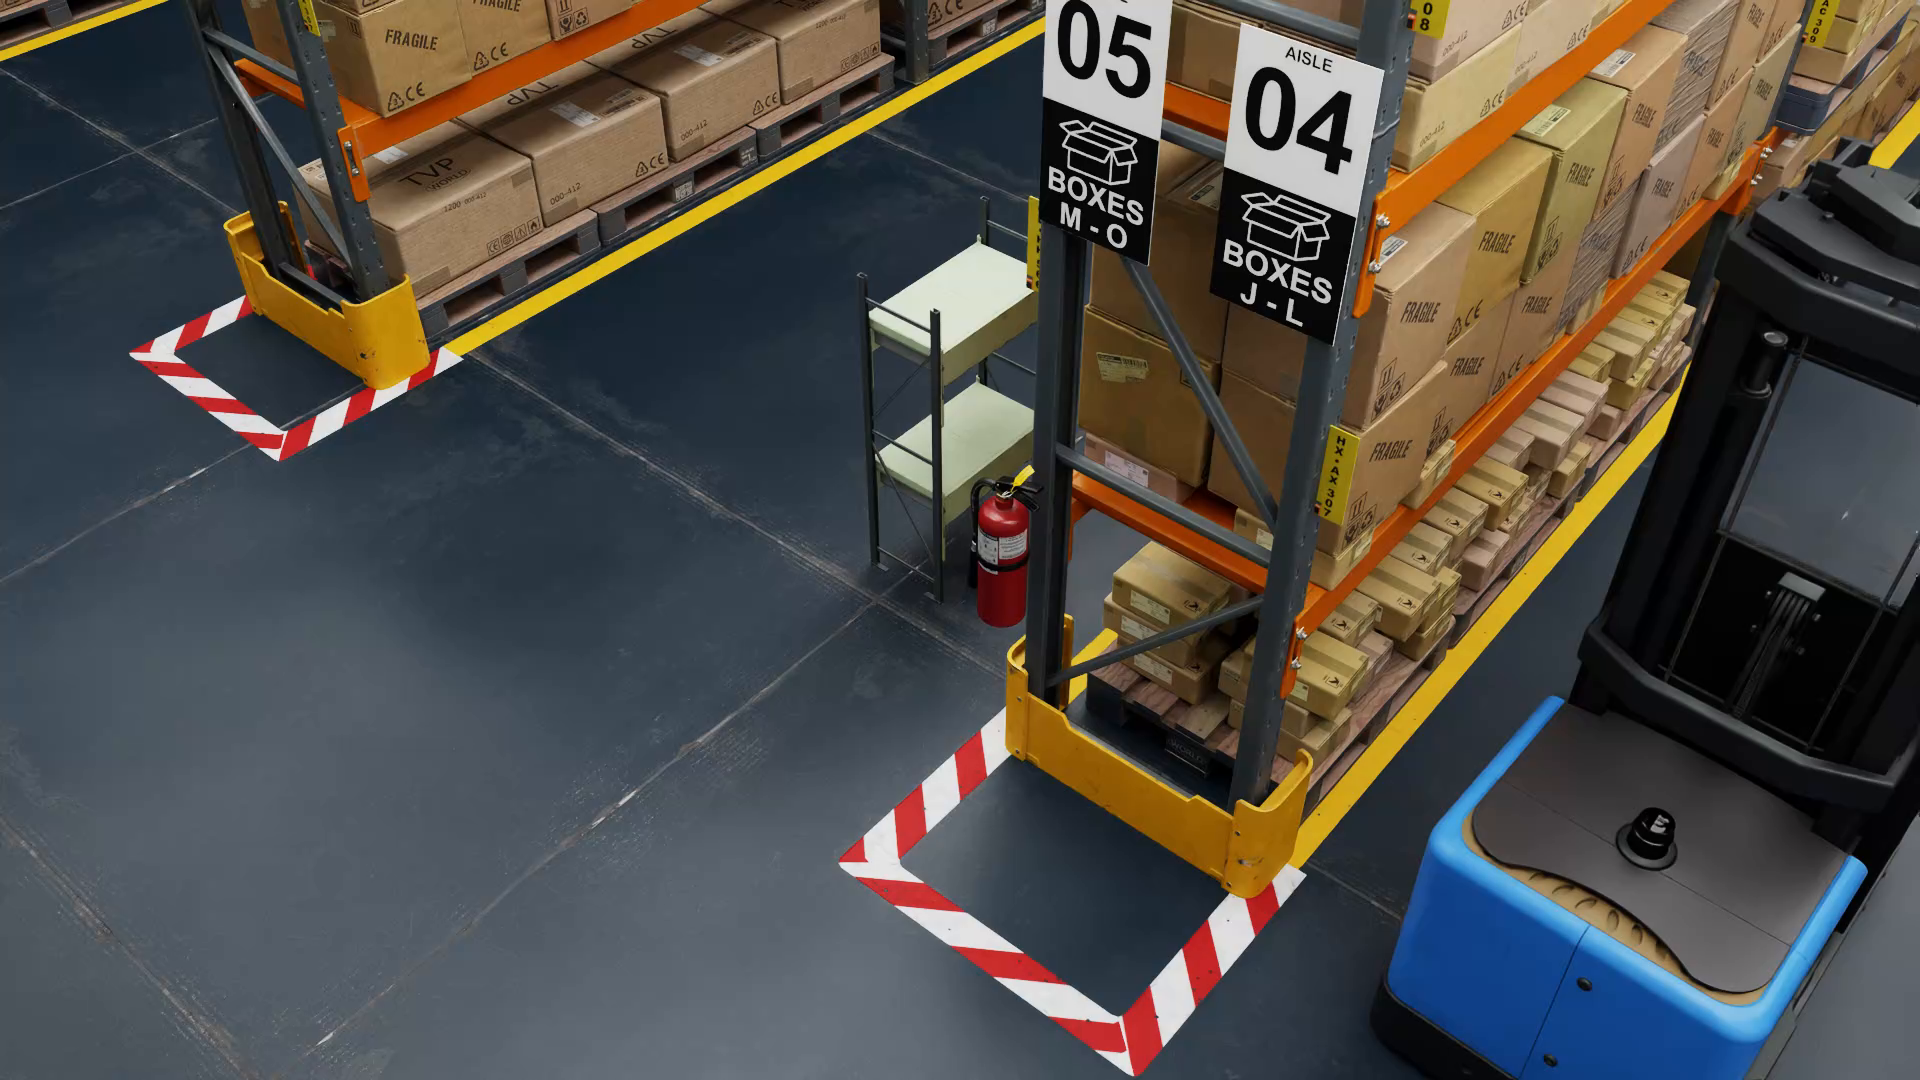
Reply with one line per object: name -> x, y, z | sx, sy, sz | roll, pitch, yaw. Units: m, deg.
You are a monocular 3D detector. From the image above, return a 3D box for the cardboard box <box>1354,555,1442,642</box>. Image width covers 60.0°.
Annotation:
cardboard box -> 1.602, 0.191, 6.358 | 0.380, 0.149, 0.250 | 29, 50, 28

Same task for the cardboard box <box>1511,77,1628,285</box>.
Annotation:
cardboard box -> 1.823, -1.252, 5.541 | 0.500, 0.500, 0.500 | 28, 49, 28

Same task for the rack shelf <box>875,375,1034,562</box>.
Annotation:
rack shelf -> 0.004, -0.317, 7.151 | 0.431, 0.370, 0.720 | 29, 50, 28

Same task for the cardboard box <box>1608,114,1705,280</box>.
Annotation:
cardboard box -> 2.482, -1.411, 6.459 | 0.500, 0.500, 0.500 | 29, 50, 28

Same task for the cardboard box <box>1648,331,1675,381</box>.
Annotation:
cardboard box -> 3.109, -0.924, 7.804 | 0.380, 0.149, 0.250 | 27, 49, 27

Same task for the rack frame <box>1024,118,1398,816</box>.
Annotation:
rack frame -> 0.659, -0.098, 5.310 | 1.000, 3.000, 0.127 | 29, 50, 28

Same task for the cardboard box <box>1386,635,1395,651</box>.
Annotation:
cardboard box -> 1.502, 0.369, 6.603 | 0.380, 0.149, 0.250 | 30, 50, 29

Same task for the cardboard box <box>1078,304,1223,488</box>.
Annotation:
cardboard box -> 0.751, -0.588, 5.553 | 0.500, 0.500, 0.500 | 31, 50, 29

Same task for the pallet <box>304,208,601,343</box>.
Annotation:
pallet -> -2.740, -1.603, 9.038 | 1.003, 0.211, 1.213 | 29, 50, 28

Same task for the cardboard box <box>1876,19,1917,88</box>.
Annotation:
cardboard box -> 4.912, -2.740, 9.204 | 0.500, 0.250, 0.500 | 31, 50, 29

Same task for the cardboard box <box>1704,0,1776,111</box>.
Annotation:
cardboard box -> 2.809, -2.047, 6.415 | 0.500, 0.500, 0.500 | 28, 49, 27

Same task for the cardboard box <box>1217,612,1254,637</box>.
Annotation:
cardboard box -> 0.990, 0.185, 6.585 | 0.380, 0.149, 0.250 | 28, 49, 28

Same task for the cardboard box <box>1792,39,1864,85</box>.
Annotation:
cardboard box -> 3.839, -2.224, 7.523 | 0.380, 0.149, 0.250 | 27, 49, 27

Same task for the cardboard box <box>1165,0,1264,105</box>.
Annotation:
cardboard box -> 0.749, -1.501, 4.735 | 0.500, 0.250, 0.500 | 28, 49, 28

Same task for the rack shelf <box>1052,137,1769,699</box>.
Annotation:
rack shelf -> 1.946, -0.861, 6.685 | 1.077, 0.370, 4.000 | 29, 50, 28

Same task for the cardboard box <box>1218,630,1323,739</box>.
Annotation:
cardboard box -> 1.193, 0.533, 6.202 | 0.380, 0.149, 0.250 | 32, 51, 30

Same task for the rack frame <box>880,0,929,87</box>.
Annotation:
rack frame -> -0.620, -4.249, 9.875 | 1.000, 3.000, 0.127 | 29, 50, 28

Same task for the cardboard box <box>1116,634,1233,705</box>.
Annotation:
cardboard box -> 0.838, 0.440, 6.525 | 0.380, 0.149, 0.250 | 30, 50, 29

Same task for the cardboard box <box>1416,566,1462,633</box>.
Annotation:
cardboard box -> 1.750, 0.167, 6.605 | 0.380, 0.149, 0.250 | 31, 51, 30

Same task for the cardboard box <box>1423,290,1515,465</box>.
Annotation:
cardboard box -> 1.484, -0.643, 5.614 | 0.500, 0.500, 0.500 | 30, 50, 29

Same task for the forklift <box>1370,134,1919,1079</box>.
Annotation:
forklift -> 2.734, 0.064, 5.183 | 1.130, 2.935, 3.031 | 31, 51, 30

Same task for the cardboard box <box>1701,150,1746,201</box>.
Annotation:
cardboard box -> 3.146, -1.636, 7.189 | 0.380, 0.149, 0.250 | 28, 49, 27

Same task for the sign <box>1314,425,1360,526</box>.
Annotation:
sign -> 1.075, -0.183, 4.761 | 0.100, 0.325, 0.005 | 29, 50, 28

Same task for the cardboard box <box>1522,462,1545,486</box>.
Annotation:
cardboard box -> 2.377, -0.422, 7.253 | 0.380, 0.149, 0.250 | 27, 49, 27

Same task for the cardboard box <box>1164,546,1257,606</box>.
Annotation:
cardboard box -> 1.012, 0.095, 6.463 | 0.380, 0.149, 0.250 | 30, 50, 29

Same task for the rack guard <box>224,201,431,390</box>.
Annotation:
rack guard -> -3.210, -1.252, 8.437 | 1.175, 0.500, 0.348 | 29, 50, 28

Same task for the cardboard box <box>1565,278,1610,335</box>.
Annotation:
cardboard box -> 2.278, -0.980, 6.467 | 0.380, 0.149, 0.250 | 31, 50, 29

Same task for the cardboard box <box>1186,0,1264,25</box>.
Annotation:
cardboard box -> 0.761, -1.684, 4.565 | 0.500, 0.250, 0.500 | 28, 49, 27

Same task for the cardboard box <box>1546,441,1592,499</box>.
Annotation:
cardboard box -> 2.576, -0.376, 7.423 | 0.380, 0.149, 0.250 | 29, 50, 28

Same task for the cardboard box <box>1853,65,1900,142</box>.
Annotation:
cardboard box -> 4.919, -2.451, 9.444 | 0.500, 0.500, 0.500 | 27, 49, 27

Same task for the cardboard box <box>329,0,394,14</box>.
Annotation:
cardboard box -> -2.668, -2.720, 7.376 | 0.500, 0.500, 0.500 | 28, 49, 28

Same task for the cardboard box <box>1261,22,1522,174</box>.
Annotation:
cardboard box -> 1.144, -1.273, 4.484 | 0.500, 0.250, 0.500 | 31, 51, 30

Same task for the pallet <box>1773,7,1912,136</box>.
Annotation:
pallet -> 3.837, -2.417, 8.003 | 1.003, 0.211, 1.213 | 29, 50, 28

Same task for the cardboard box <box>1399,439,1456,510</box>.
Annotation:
cardboard box -> 1.465, -0.294, 5.713 | 0.380, 0.149, 0.250 | 28, 49, 27

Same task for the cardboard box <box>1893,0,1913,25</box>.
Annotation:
cardboard box -> 4.339, -2.625, 7.964 | 0.380, 0.149, 0.250 | 30, 50, 29

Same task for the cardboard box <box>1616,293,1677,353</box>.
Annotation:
cardboard box -> 3.070, -1.033, 7.704 | 0.380, 0.149, 0.250 | 30, 50, 29

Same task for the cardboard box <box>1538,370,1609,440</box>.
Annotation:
cardboard box -> 2.585, -0.623, 7.252 | 0.380, 0.149, 0.250 | 27, 49, 27

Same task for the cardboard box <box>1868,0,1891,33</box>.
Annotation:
cardboard box -> 4.004, -2.468, 7.570 | 0.380, 0.149, 0.250 | 29, 49, 28

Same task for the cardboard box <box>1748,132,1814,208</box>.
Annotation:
cardboard box -> 3.911, -1.932, 8.315 | 0.500, 0.250, 0.500 | 27, 49, 27

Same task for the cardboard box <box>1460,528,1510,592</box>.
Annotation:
cardboard box -> 2.068, 0.022, 6.985 | 0.380, 0.149, 0.250 | 27, 49, 27

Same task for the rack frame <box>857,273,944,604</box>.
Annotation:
rack frame -> -0.231, -0.370, 6.724 | 0.400, 1.500, 0.023 | 29, 50, 28

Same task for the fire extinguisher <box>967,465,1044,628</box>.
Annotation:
fire extinguisher -> 0.144, -0.001, 5.539 | 0.296, 0.674, 0.183 | 29, 50, 28

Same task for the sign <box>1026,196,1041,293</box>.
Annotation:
sign -> 0.247, -0.894, 5.090 | 0.100, 0.325, 0.005 | 29, 50, 28

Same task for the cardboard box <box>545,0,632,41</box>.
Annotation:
cardboard box -> -2.021, -2.875, 8.291 | 0.500, 0.500, 0.500 | 29, 50, 28

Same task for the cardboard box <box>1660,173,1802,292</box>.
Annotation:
cardboard box -> 3.912, -1.654, 8.567 | 0.500, 0.500, 0.500 | 31, 51, 30

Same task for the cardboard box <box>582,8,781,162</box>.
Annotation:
cardboard box -> -1.682, -2.718, 9.784 | 0.875, 0.438, 0.875 | 28, 49, 27

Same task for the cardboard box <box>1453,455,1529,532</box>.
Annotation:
cardboard box -> 2.088, -0.227, 6.817 | 0.380, 0.149, 0.250 | 30, 50, 29

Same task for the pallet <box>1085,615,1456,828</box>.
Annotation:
pallet -> 1.258, 0.492, 6.734 | 1.003, 0.211, 1.213 | 29, 50, 28

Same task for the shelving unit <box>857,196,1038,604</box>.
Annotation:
shelving unit -> 0.004, -0.558, 6.932 | 0.431, 1.500, 0.755 | 29, 50, 28
